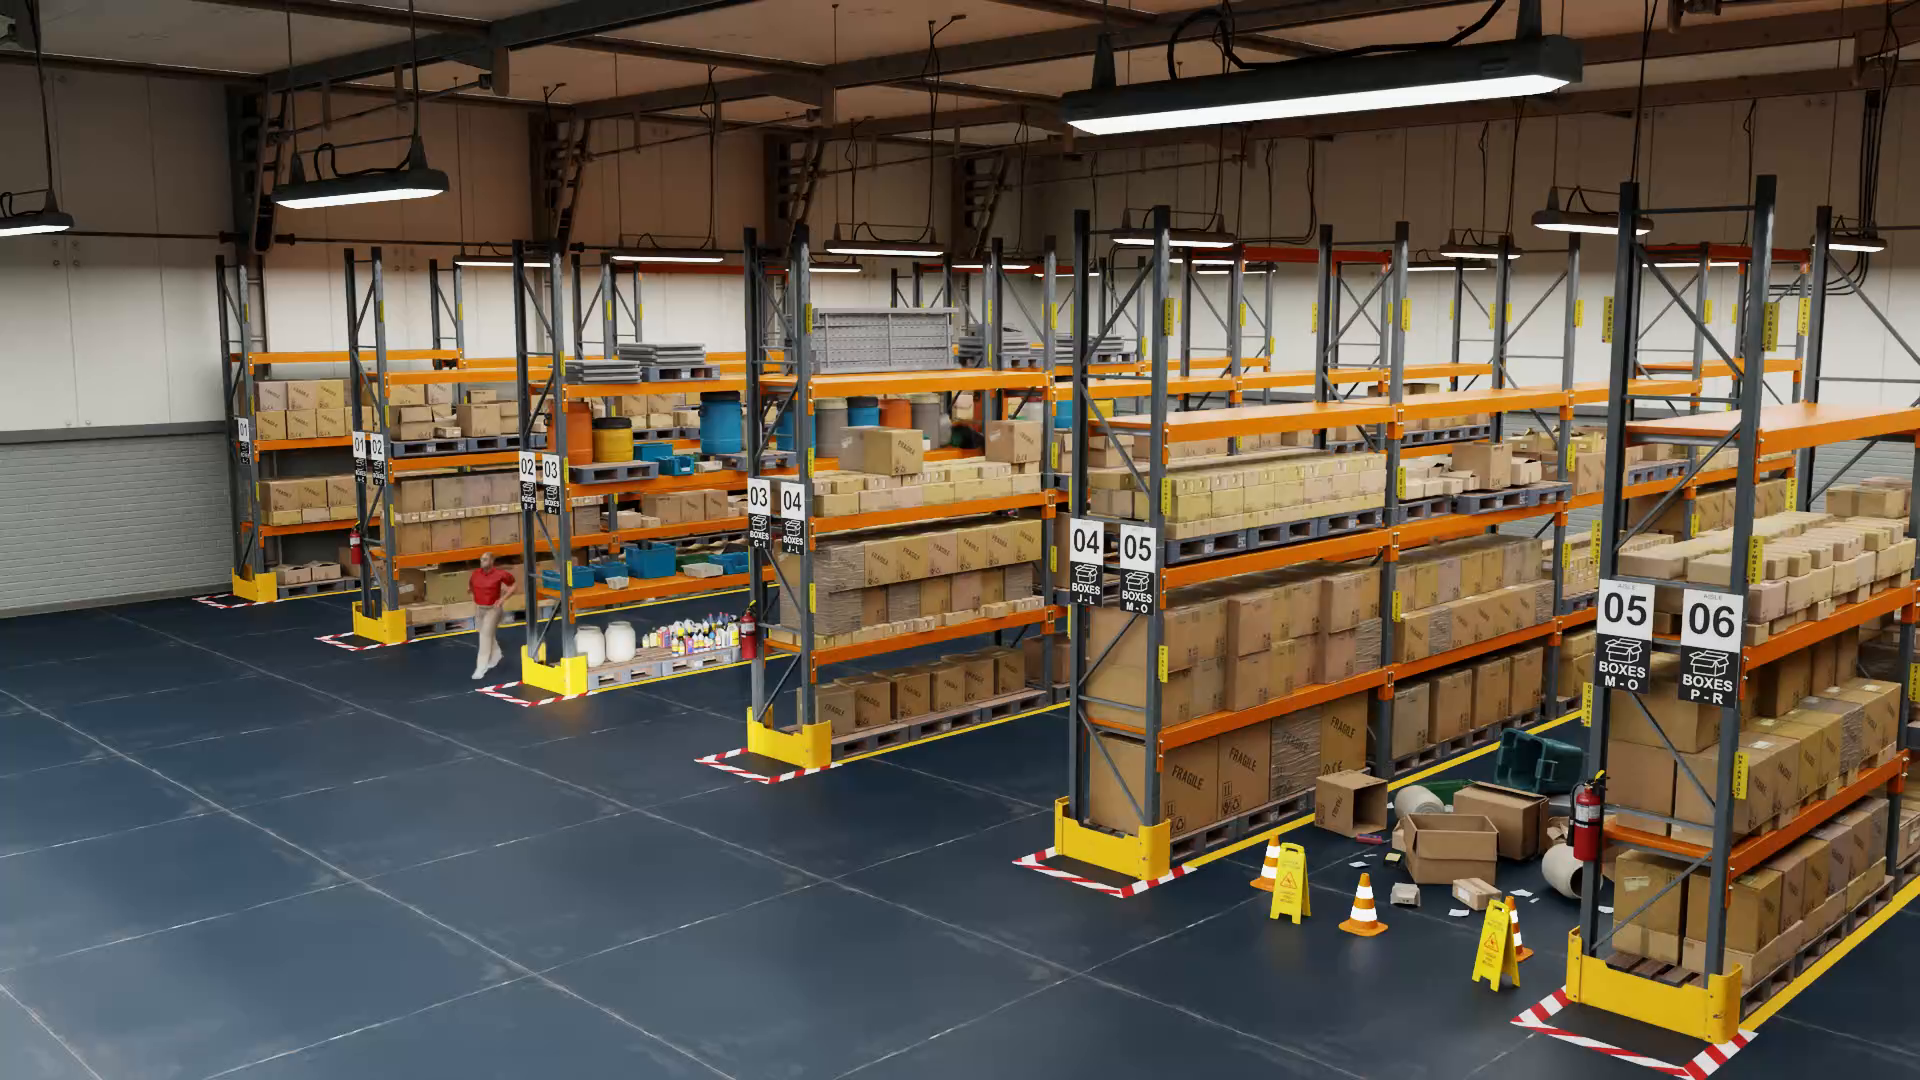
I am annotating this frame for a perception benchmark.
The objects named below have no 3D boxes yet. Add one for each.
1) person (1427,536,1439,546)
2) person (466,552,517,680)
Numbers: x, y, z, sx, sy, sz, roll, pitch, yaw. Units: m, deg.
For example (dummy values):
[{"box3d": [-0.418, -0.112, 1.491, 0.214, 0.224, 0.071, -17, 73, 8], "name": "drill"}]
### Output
[{"box3d": [7.248, 0.724, 25.504, 0.576, 1.639, 0.912, 7, 11, 41], "name": "person"}, {"box3d": [-6.561, 1.040, 23.256, 0.662, 1.791, 0.807, 3, 9, 23], "name": "person"}]
